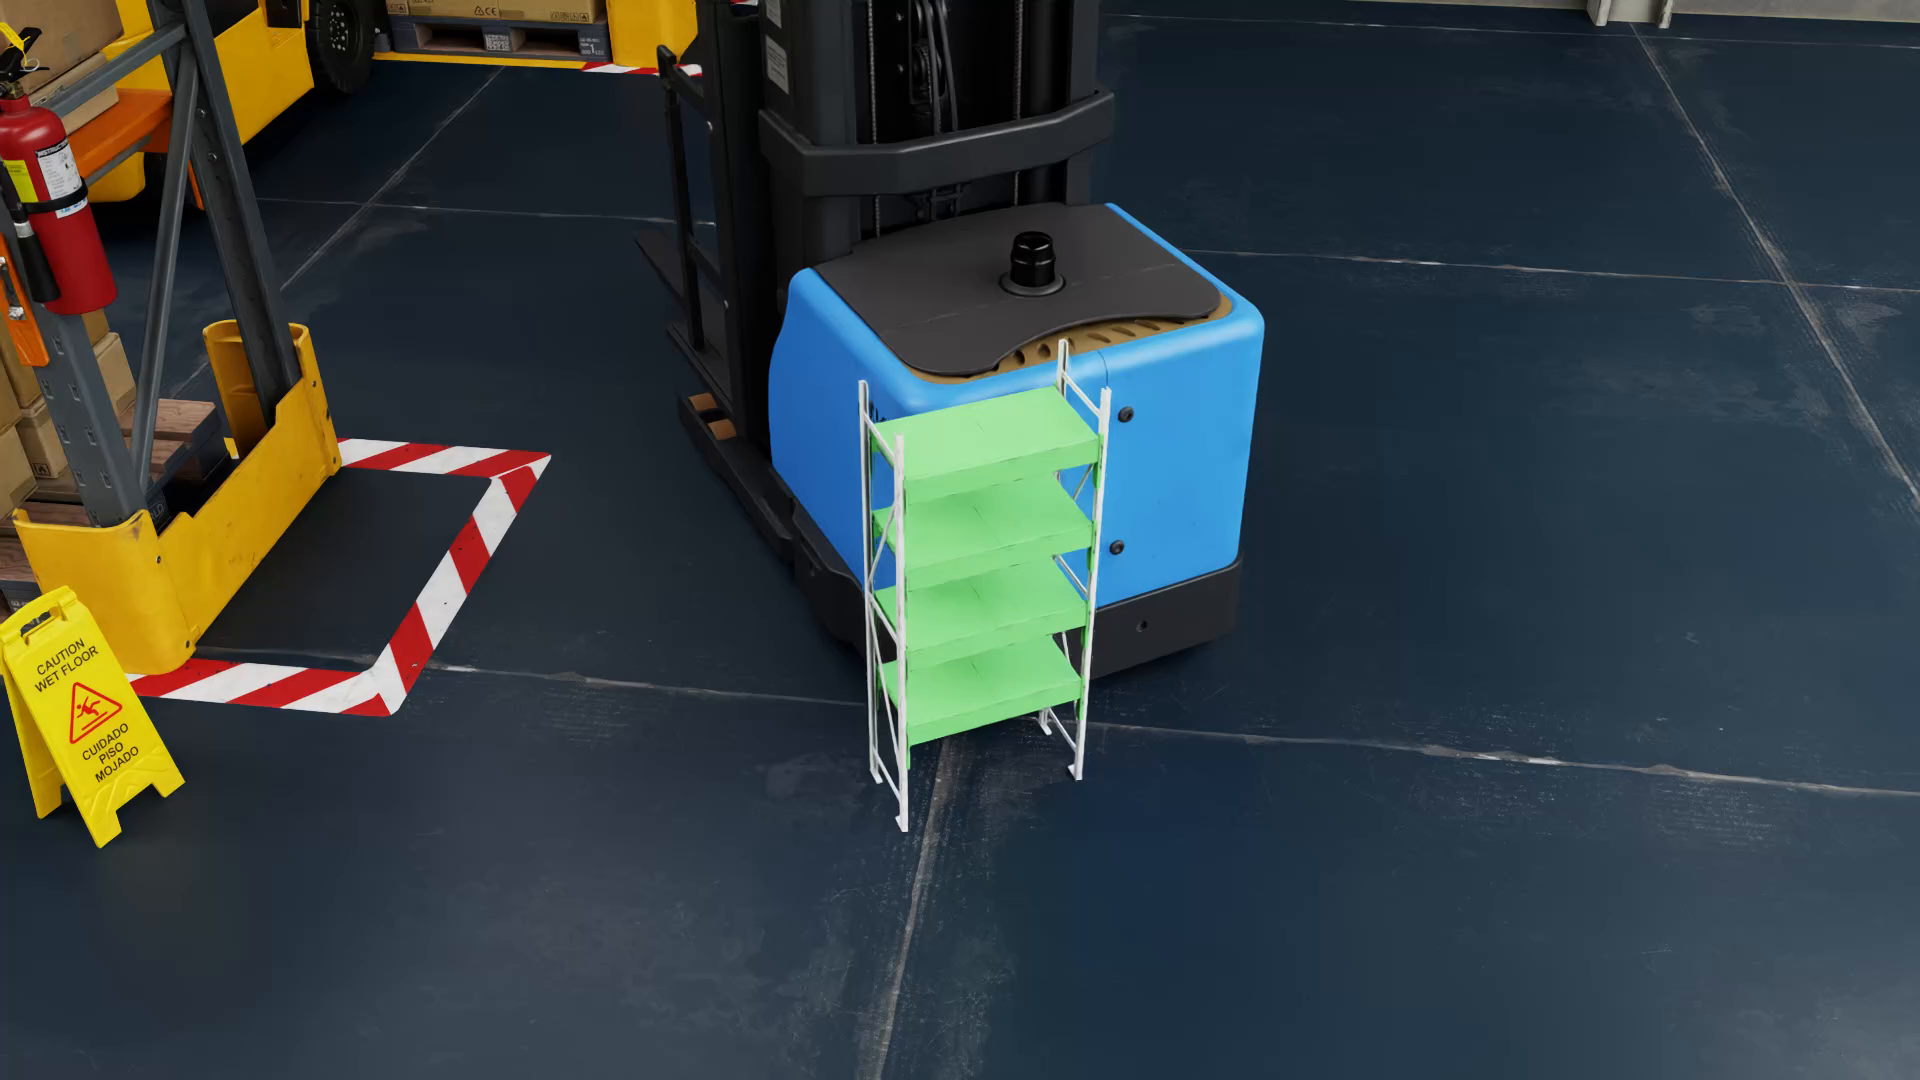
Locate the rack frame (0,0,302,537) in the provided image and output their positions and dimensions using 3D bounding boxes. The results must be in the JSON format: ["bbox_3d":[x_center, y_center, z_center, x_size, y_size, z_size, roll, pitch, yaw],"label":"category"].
[{"bbox_3d":[-2.247,-1.177,4.317,0.127,3.000,1.000,4,36,6],"label":"rack frame"}]

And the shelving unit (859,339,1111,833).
[{"bbox_3d":[0.048,0.140,4.014,0.503,1.200,0.258,-14,39,-18],"label":"shelving unit"}]

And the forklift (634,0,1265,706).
[{"bbox_3d":[-0.313,-1.535,4.877,1.130,2.935,3.031,-16,39,-21],"label":"forklift"}]

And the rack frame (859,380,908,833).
[{"bbox_3d":[-0.178,0.194,3.938,0.015,1.200,0.240,-14,39,-18],"label":"rack frame"}]

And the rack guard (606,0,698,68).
[{"bbox_3d":[-1.594,-3.018,9.049,0.348,0.500,1.175,4,36,6],"label":"rack guard"}]

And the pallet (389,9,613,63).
[{"bbox_3d":[-2.382,-2.935,9.180,1.213,0.211,1.003,4,36,6],"label":"pallet"}]

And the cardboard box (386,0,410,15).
[{"bbox_3d":[-3.111,-3.026,8.914,0.500,0.250,0.500,5,36,6],"label":"cardboard box"}]

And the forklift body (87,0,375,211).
[{"bbox_3d":[-3.731,-2.781,7.295,1.214,2.155,2.313,4,36,6],"label":"forklift body"}]

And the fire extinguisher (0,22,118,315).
[{"bbox_3d":[-2.192,-0.872,3.956,0.183,0.674,0.296,4,36,6],"label":"fire extinguisher"}]

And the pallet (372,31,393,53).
[{"bbox_3d":[-3.589,-3.027,9.309,1.213,0.211,1.003,4,36,6],"label":"pallet"}]

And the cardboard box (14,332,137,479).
[{"bbox_3d":[-3.011,-0.448,5.301,0.500,0.250,0.500,4,36,6],"label":"cardboard box"}]

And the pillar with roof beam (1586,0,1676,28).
[{"bbox_3d":[3.209,-4.126,3.284,0.400,9.000,9.100,4,36,6],"label":"pillar with roof beam"}]

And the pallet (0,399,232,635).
[{"bbox_3d":[-3.123,-0.128,5.248,1.213,0.211,1.003,4,36,6],"label":"pallet"}]

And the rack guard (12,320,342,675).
[{"bbox_3d":[-2.322,-0.165,5.051,0.348,0.500,1.175,4,36,6],"label":"rack guard"}]

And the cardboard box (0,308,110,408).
[{"bbox_3d":[-3.035,-0.755,5.085,0.500,0.500,0.500,3,36,4],"label":"cardboard box"}]

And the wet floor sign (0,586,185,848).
[{"bbox_3d":[-2.194,0.412,4.118,0.232,0.644,0.267,17,39,22],"label":"wet floor sign"}]

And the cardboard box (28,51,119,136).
[{"bbox_3d":[-2.557,-1.219,4.593,0.250,0.149,0.380,4,36,6],"label":"cardboard box"}]

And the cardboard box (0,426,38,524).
[{"bbox_3d":[-3.106,-0.135,4.863,0.500,0.250,0.500,4,36,6],"label":"cardboard box"}]

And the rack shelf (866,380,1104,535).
[{"bbox_3d":[0.052,-0.192,3.764,0.480,0.148,0.258,-14,39,-18],"label":"rack shelf"}]

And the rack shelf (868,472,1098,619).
[{"bbox_3d":[0.050,-0.001,3.908,0.480,0.148,0.258,-14,39,-18],"label":"rack shelf"}]

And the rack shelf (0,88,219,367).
[{"bbox_3d":[-4.230,-1.032,4.734,4.000,0.370,1.077,4,36,6],"label":"rack shelf"}]

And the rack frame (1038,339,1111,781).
[{"bbox_3d":[0.273,0.086,4.091,0.015,1.200,0.240,-14,39,-18],"label":"rack frame"}]

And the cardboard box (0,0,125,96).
[{"bbox_3d":[-2.681,-1.534,4.475,0.500,0.500,0.500,4,36,5],"label":"cardboard box"}]

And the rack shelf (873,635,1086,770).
[{"bbox_3d":[0.044,0.383,4.197,0.480,0.148,0.258,-14,39,-18],"label":"rack shelf"}]

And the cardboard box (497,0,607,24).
[{"bbox_3d":[-2.124,-2.942,8.795,0.500,0.250,0.500,5,36,6],"label":"cardboard box"}]

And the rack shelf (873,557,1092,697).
[{"bbox_3d":[0.047,0.191,4.053,0.480,0.148,0.258,-14,39,-18],"label":"rack shelf"}]

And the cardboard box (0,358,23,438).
[{"bbox_3d":[-3.074,-0.443,4.649,0.500,0.500,0.500,4,36,6],"label":"cardboard box"}]

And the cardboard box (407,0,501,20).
[{"bbox_3d":[-2.616,-2.984,8.855,0.500,0.250,0.500,4,36,6],"label":"cardboard box"}]
